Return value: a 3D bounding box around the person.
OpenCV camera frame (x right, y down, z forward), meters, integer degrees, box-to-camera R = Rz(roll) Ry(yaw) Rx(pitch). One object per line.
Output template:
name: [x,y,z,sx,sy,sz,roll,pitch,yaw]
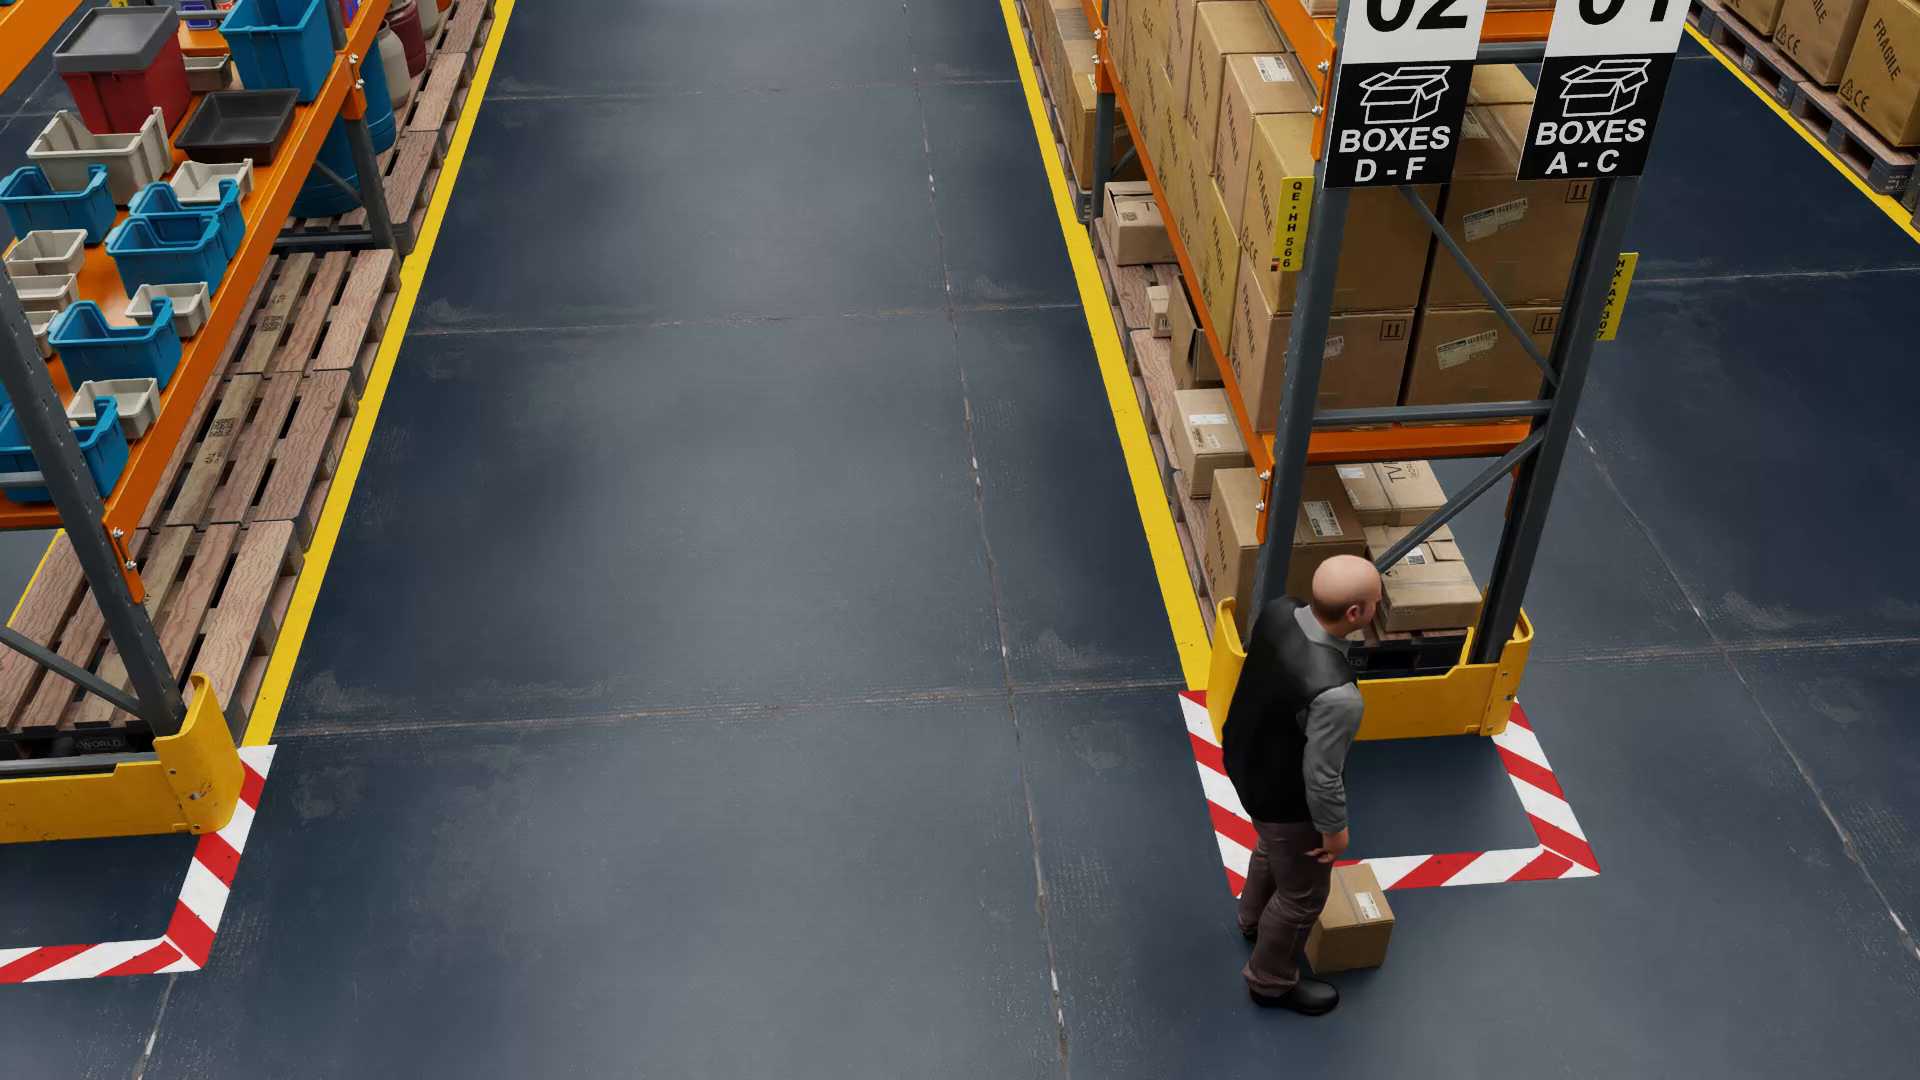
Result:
person: [1.062,0.751,5.241,0.473,1.720,0.593,-7,39,-8]
